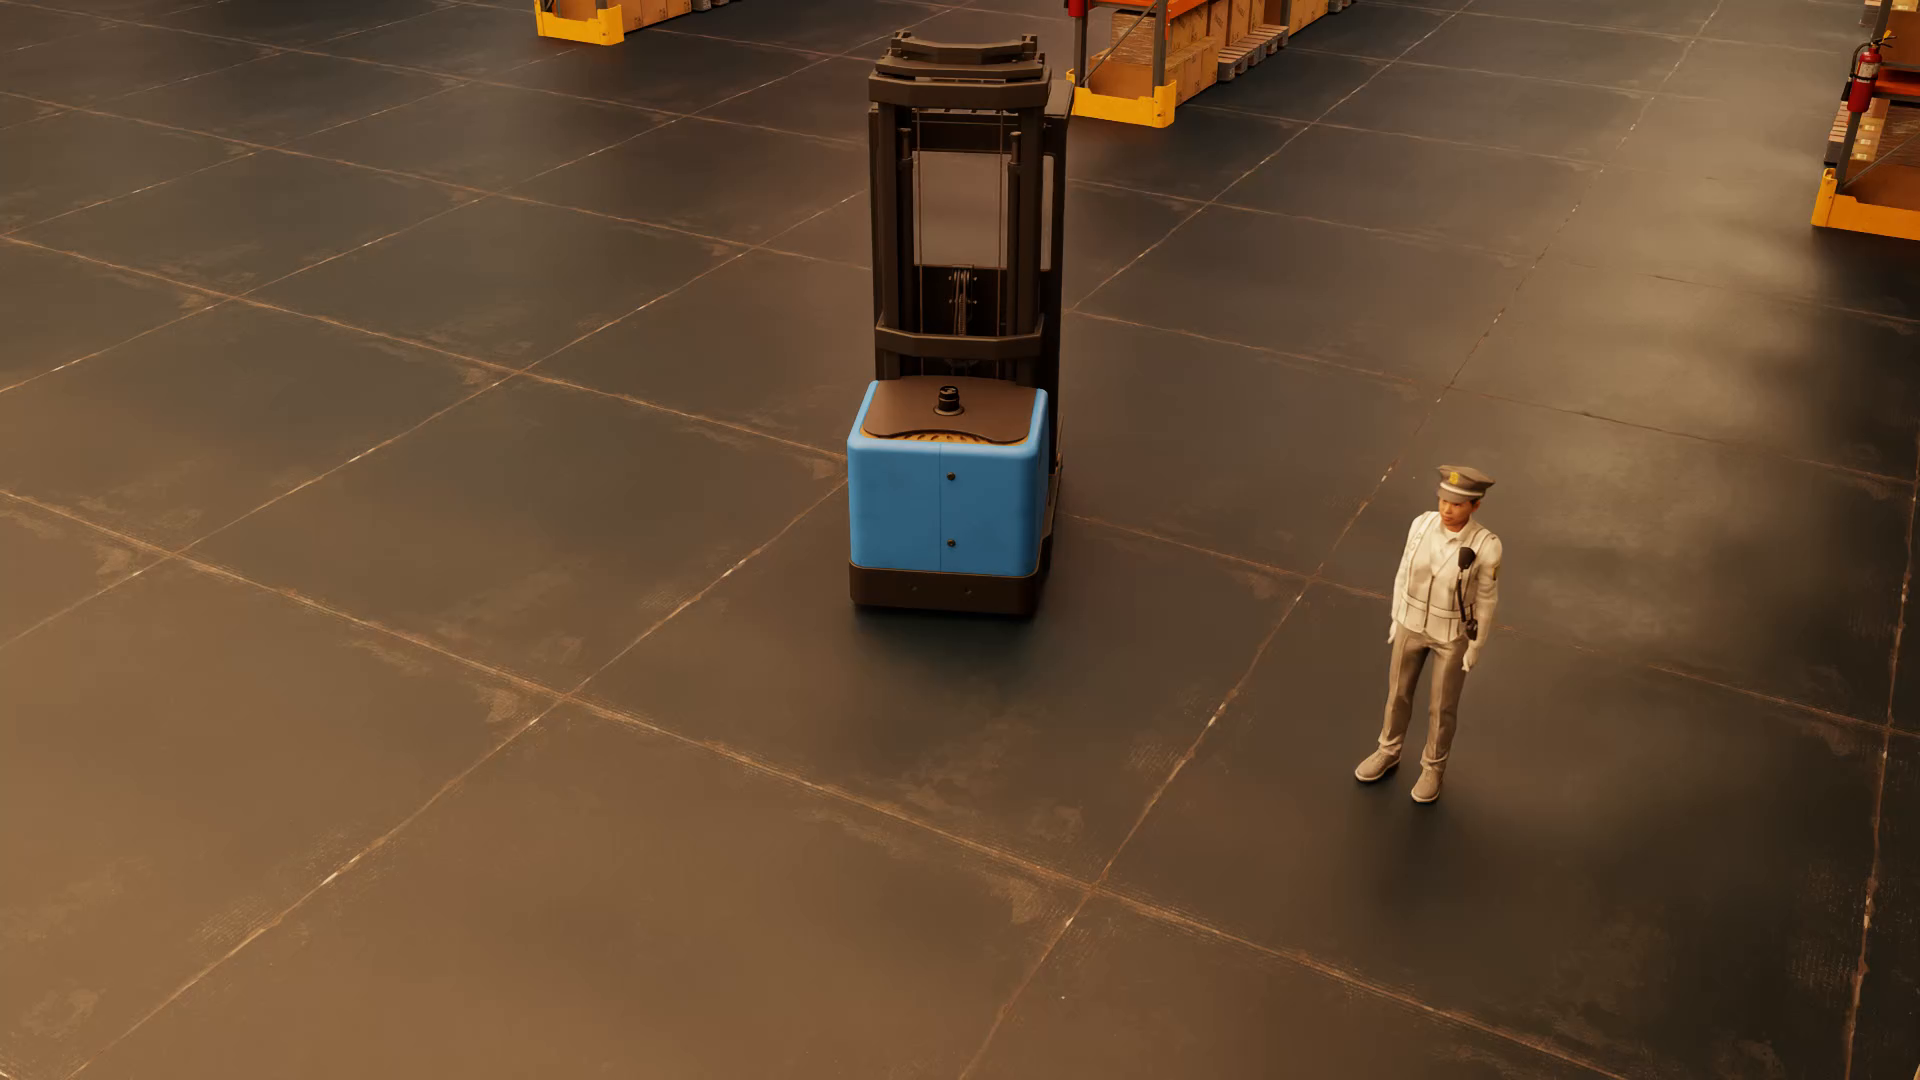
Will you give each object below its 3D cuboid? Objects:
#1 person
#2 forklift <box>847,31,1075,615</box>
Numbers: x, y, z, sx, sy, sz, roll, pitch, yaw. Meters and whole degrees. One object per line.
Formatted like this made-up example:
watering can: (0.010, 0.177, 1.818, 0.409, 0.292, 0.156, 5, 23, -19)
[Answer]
person: (2.169, 0.419, 7.590, 0.463, 1.693, 0.348, 21, 36, 31)
forklift: (0.072, -1.572, 9.794, 1.130, 2.935, 3.031, 3, 30, 6)
